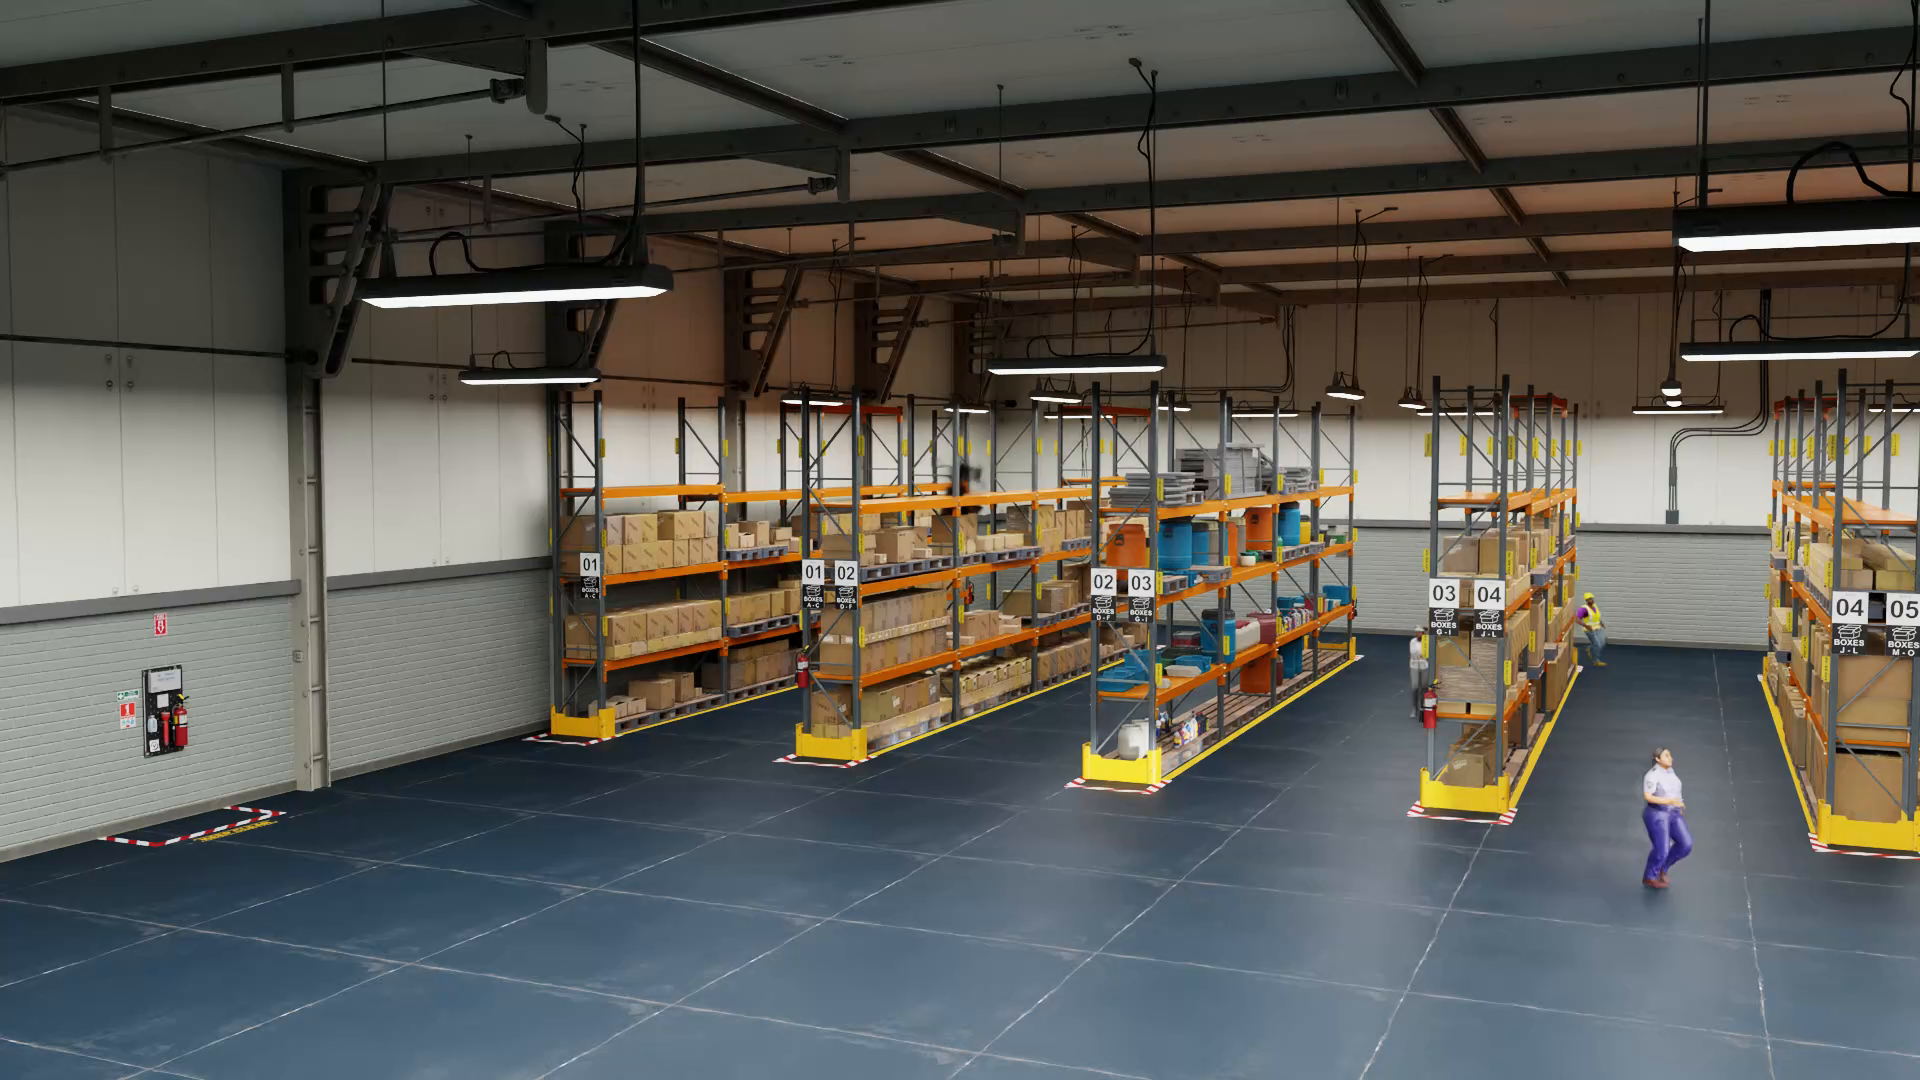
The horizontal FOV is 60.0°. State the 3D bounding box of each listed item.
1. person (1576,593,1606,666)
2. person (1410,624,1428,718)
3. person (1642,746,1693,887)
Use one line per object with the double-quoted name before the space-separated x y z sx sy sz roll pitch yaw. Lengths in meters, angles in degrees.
"person" 14.501 2.054 38.240 0.741 1.699 0.552 -2 4 -30
"person" 8.647 2.446 31.120 0.553 1.753 0.771 2 4 27
"person" 8.023 3.149 18.829 0.592 1.612 0.565 -2 4 -30
